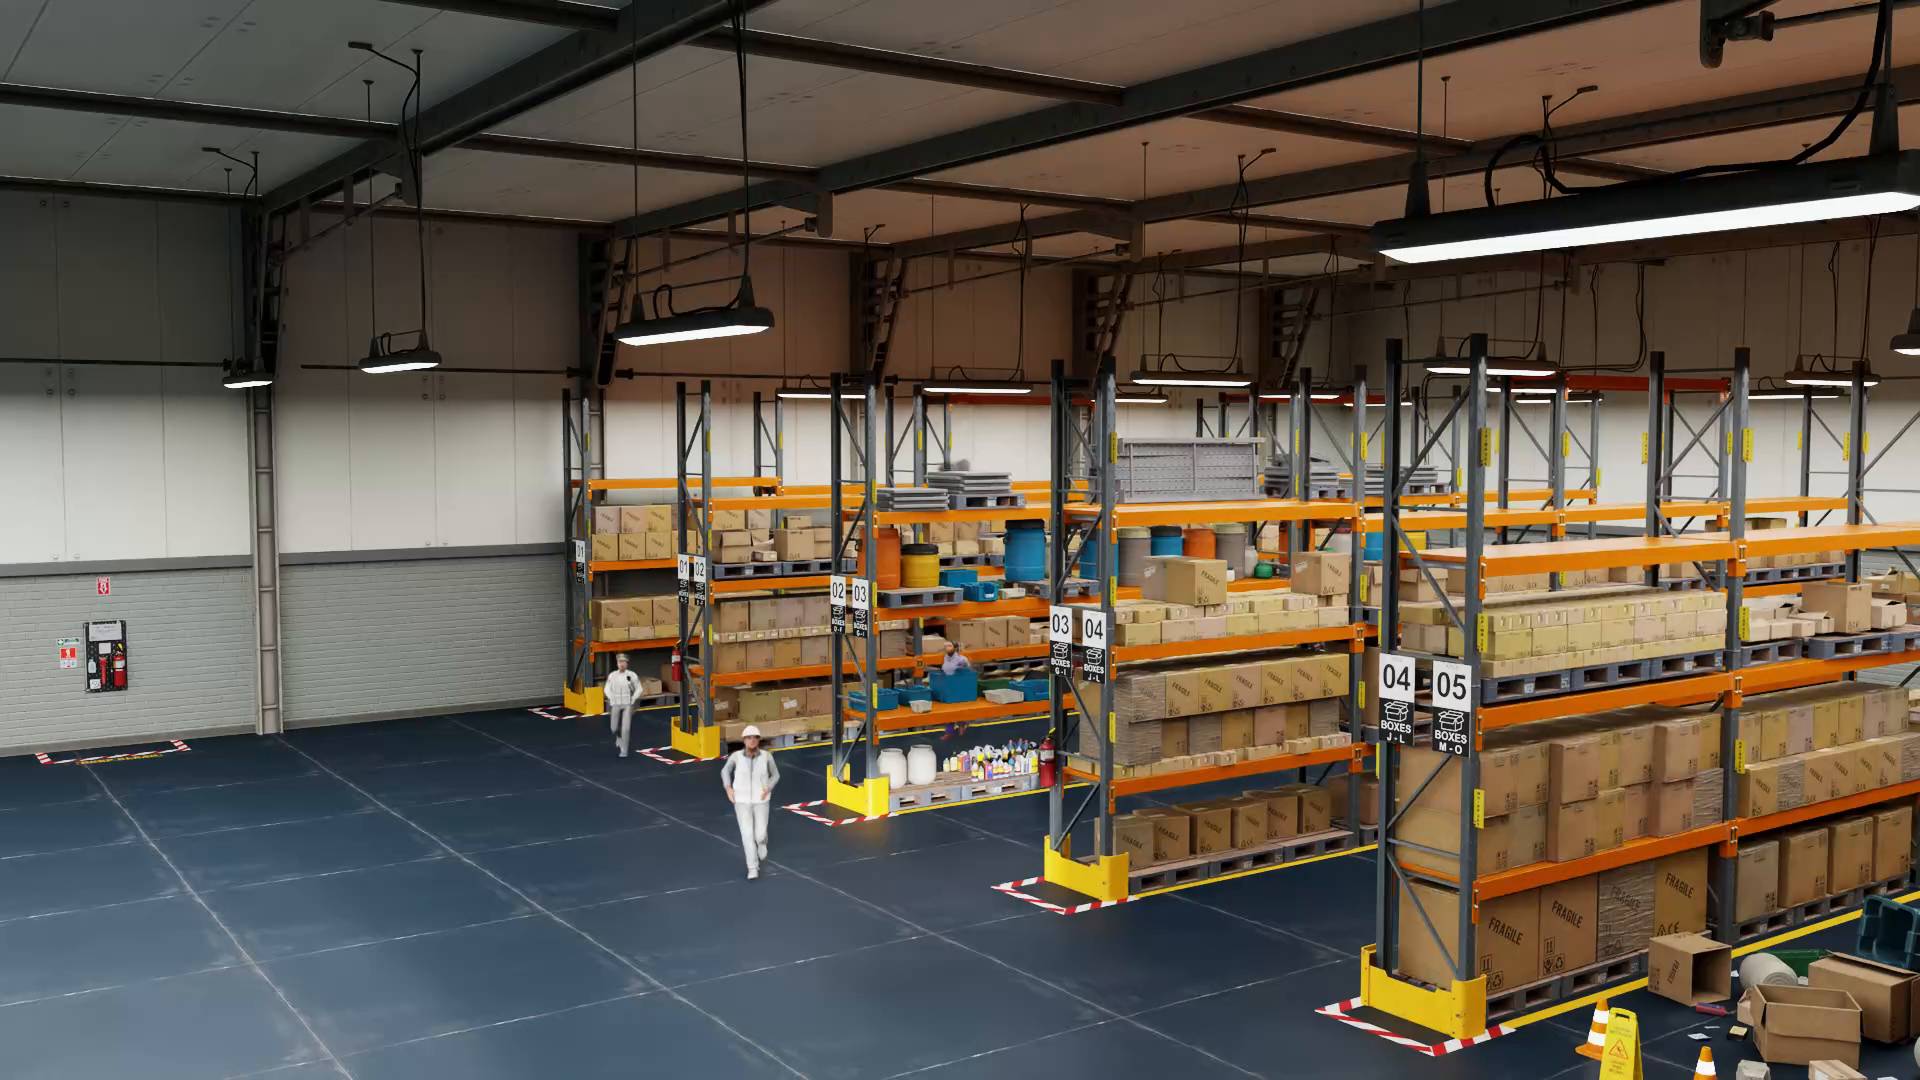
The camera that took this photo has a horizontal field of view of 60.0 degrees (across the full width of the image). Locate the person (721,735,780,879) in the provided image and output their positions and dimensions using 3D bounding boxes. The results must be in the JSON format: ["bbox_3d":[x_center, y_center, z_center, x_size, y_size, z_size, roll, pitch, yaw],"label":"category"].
[{"bbox_3d":[-2.457,3.077,19.503,0.690,1.697,0.796,-1,4,-8],"label":"person"}]

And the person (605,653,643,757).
[{"bbox_3d":[-5.391,2.628,26.646,0.616,1.645,0.578,0,4,-3],"label":"person"}]

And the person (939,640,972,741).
[{"bbox_3d":[-0.069,2.388,26.602,0.593,1.599,0.627,-4,5,-44],"label":"person"}]

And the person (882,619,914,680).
[{"bbox_3d":[-1.238,1.965,32.002,0.905,1.753,0.648,-3,5,-43],"label":"person"}]
